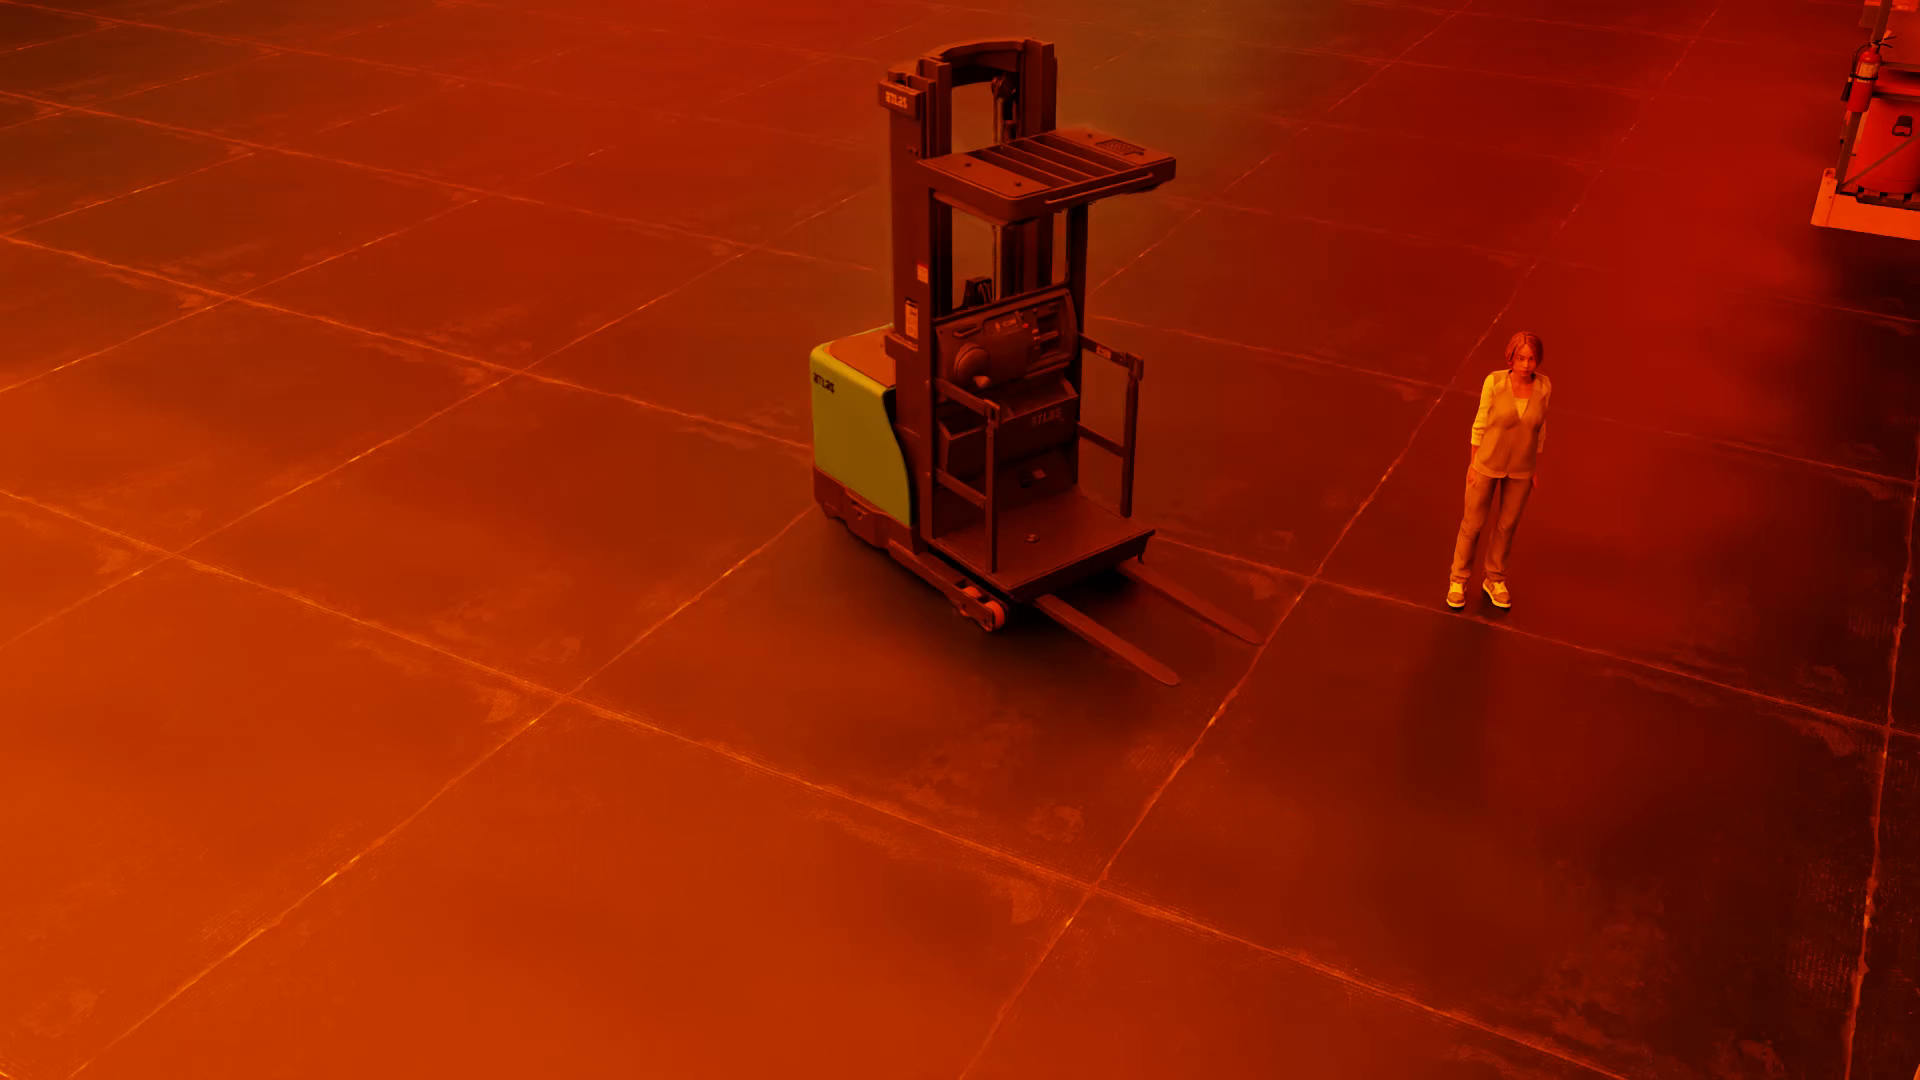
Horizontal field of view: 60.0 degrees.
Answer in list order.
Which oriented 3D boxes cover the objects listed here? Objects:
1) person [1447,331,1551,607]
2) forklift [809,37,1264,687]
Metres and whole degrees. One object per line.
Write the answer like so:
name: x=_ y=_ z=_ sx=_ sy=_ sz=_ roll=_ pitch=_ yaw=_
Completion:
person: x=2.956 y=-0.368 z=9.057 sx=0.409 sy=1.587 sz=0.330 roll=1 pitch=30 yaw=2
forklift: x=0.393 y=-1.047 z=8.885 sx=1.130 sy=2.935 sz=3.031 roll=-21 pitch=36 yaw=-32
